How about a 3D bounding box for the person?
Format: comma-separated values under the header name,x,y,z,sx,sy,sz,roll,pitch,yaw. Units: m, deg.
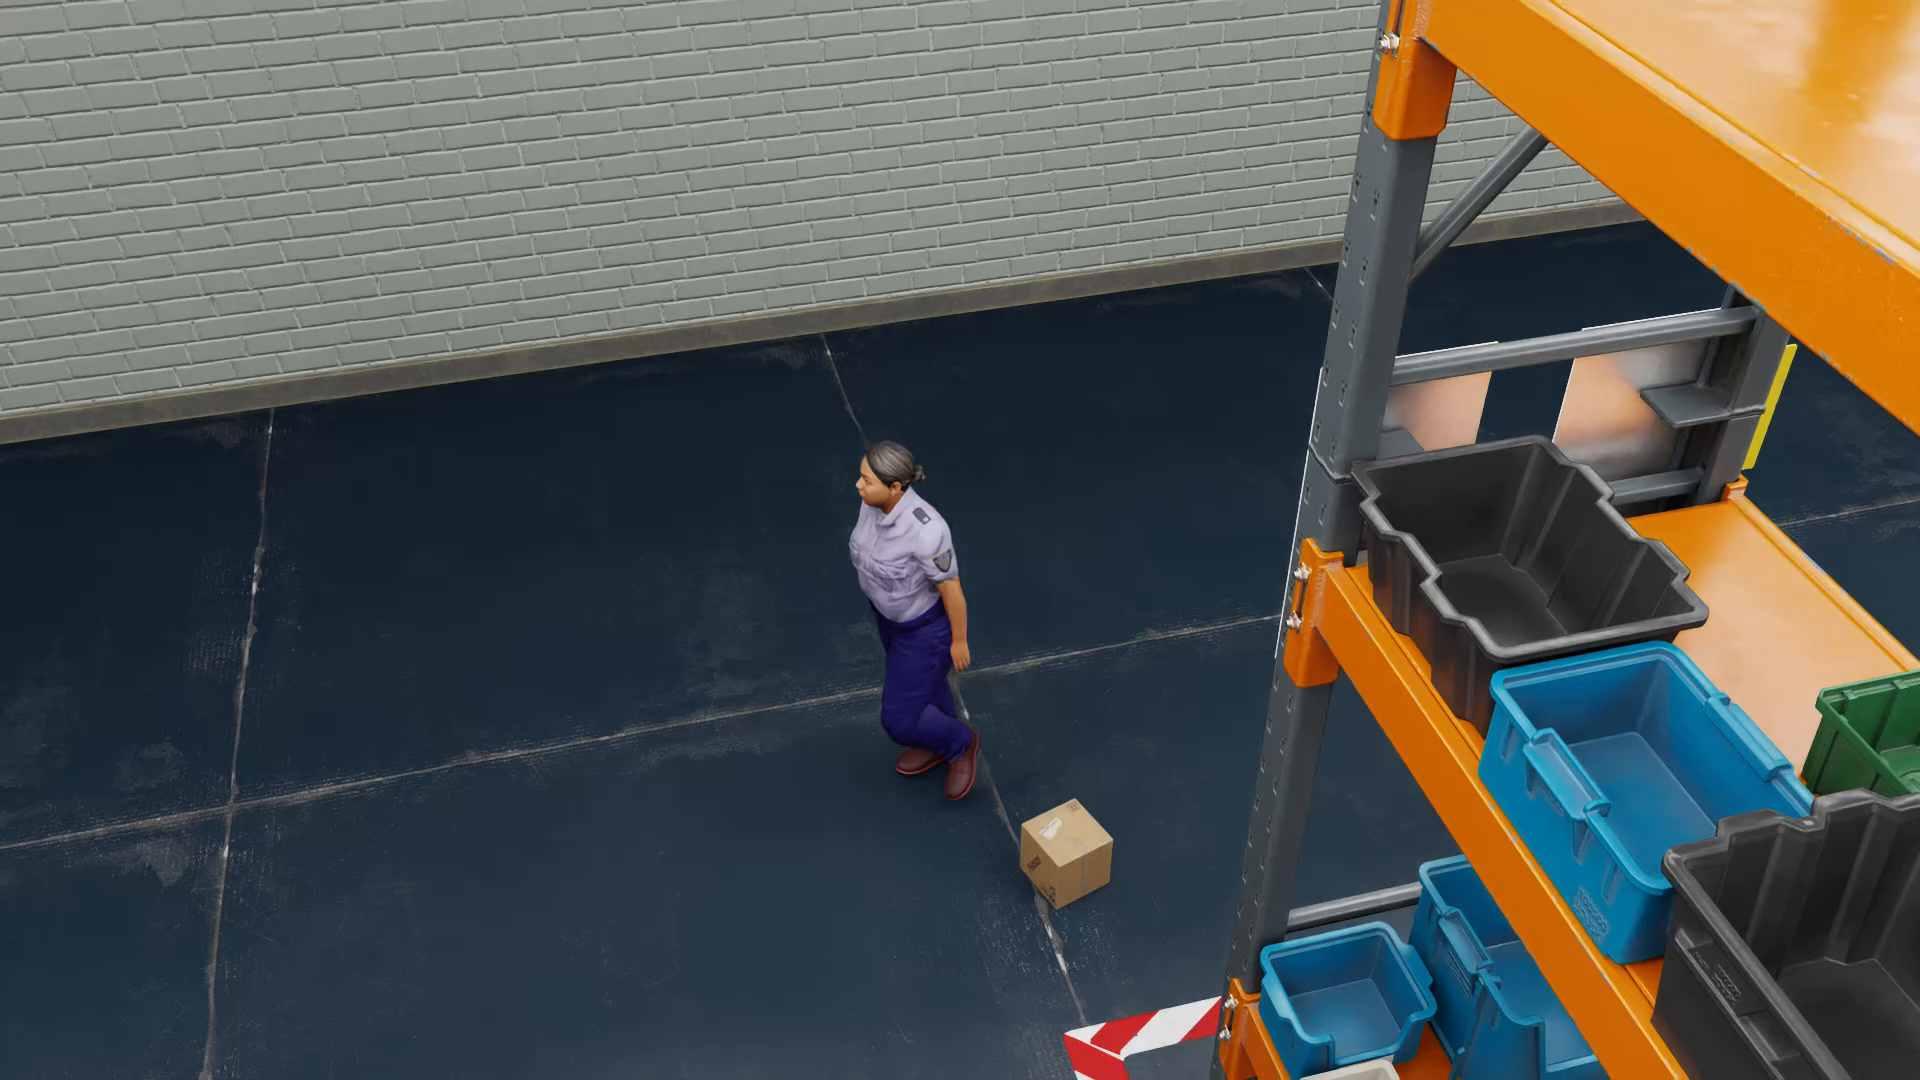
name,x,y,z,sx,sy,sz,roll,pitch,yaw
person,-0.176,0.312,6.315,0.445,1.638,0.542,-19,42,-22
